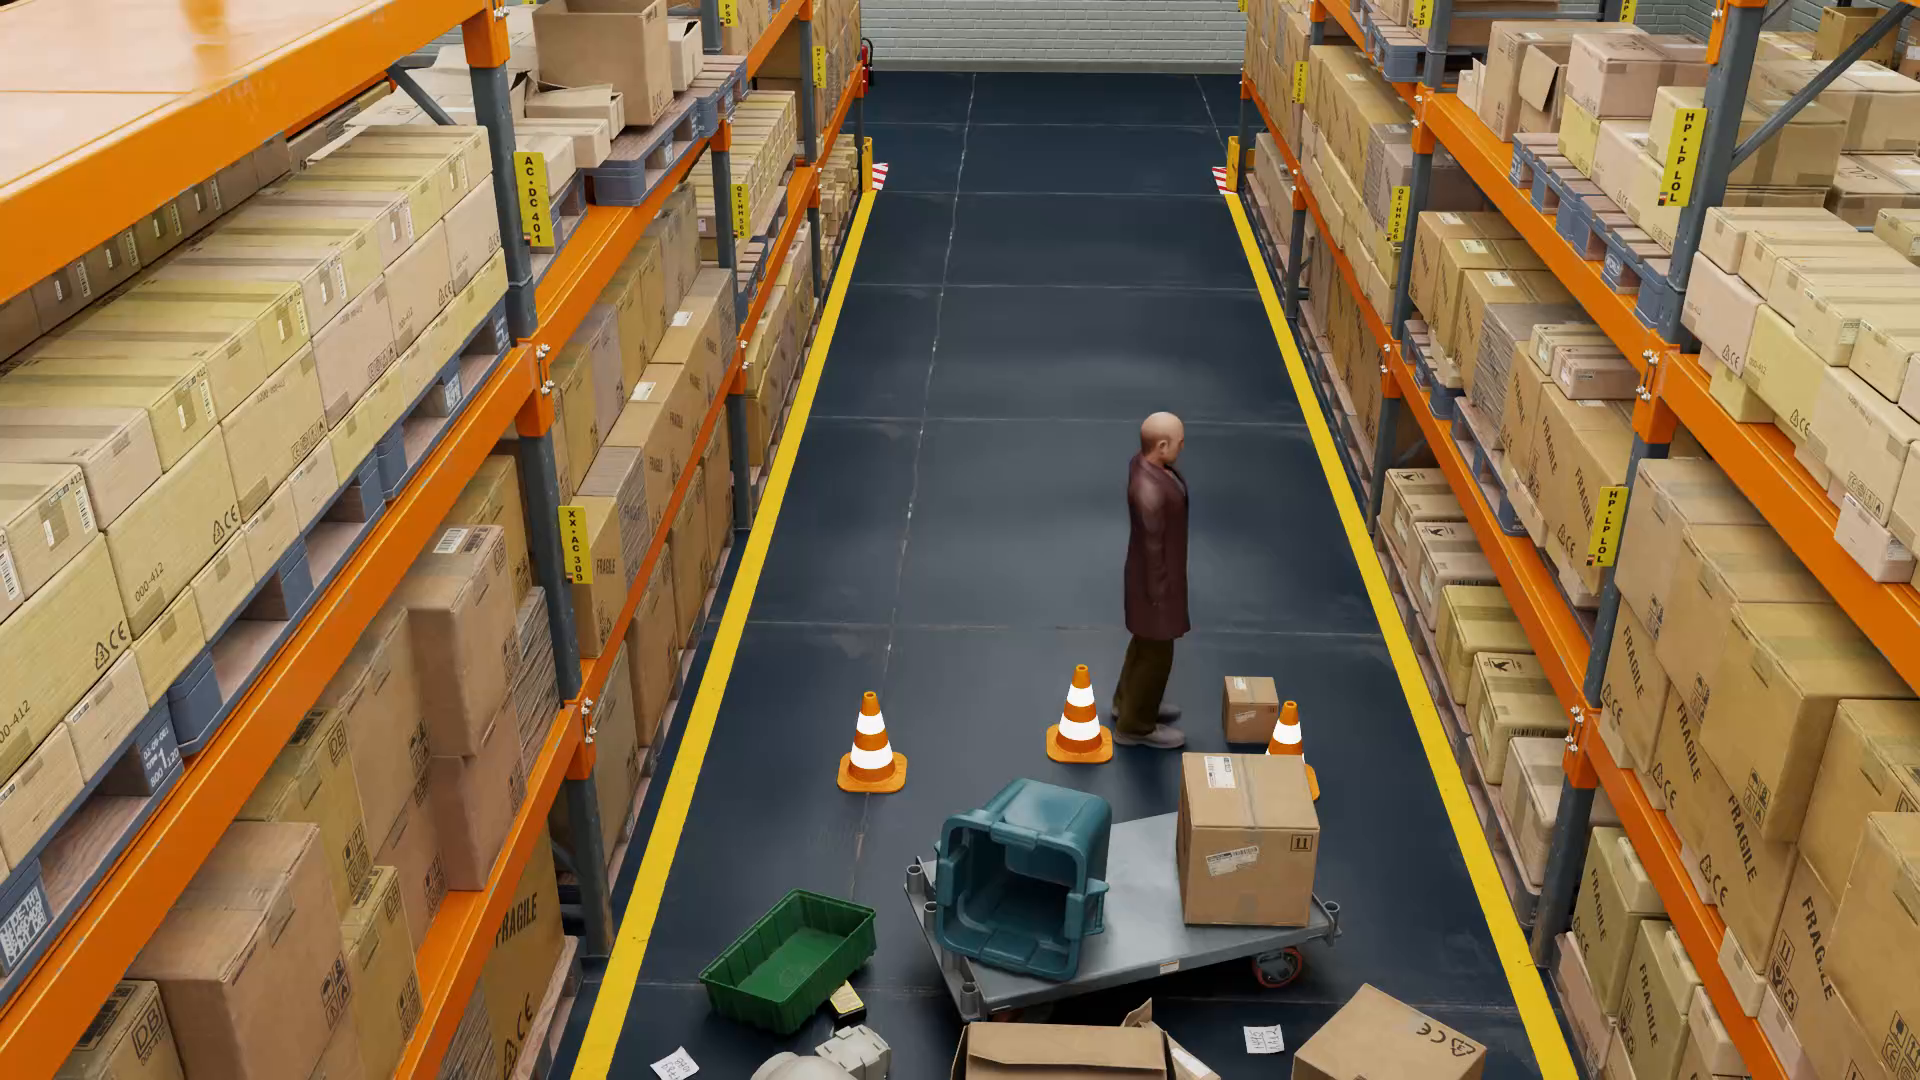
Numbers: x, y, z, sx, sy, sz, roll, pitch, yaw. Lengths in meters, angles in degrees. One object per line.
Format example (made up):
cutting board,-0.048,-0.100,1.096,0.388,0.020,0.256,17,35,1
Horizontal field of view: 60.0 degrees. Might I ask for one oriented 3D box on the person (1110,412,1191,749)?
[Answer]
person,0.979,0.194,8.286,0.385,1.787,0.562,2,28,3
